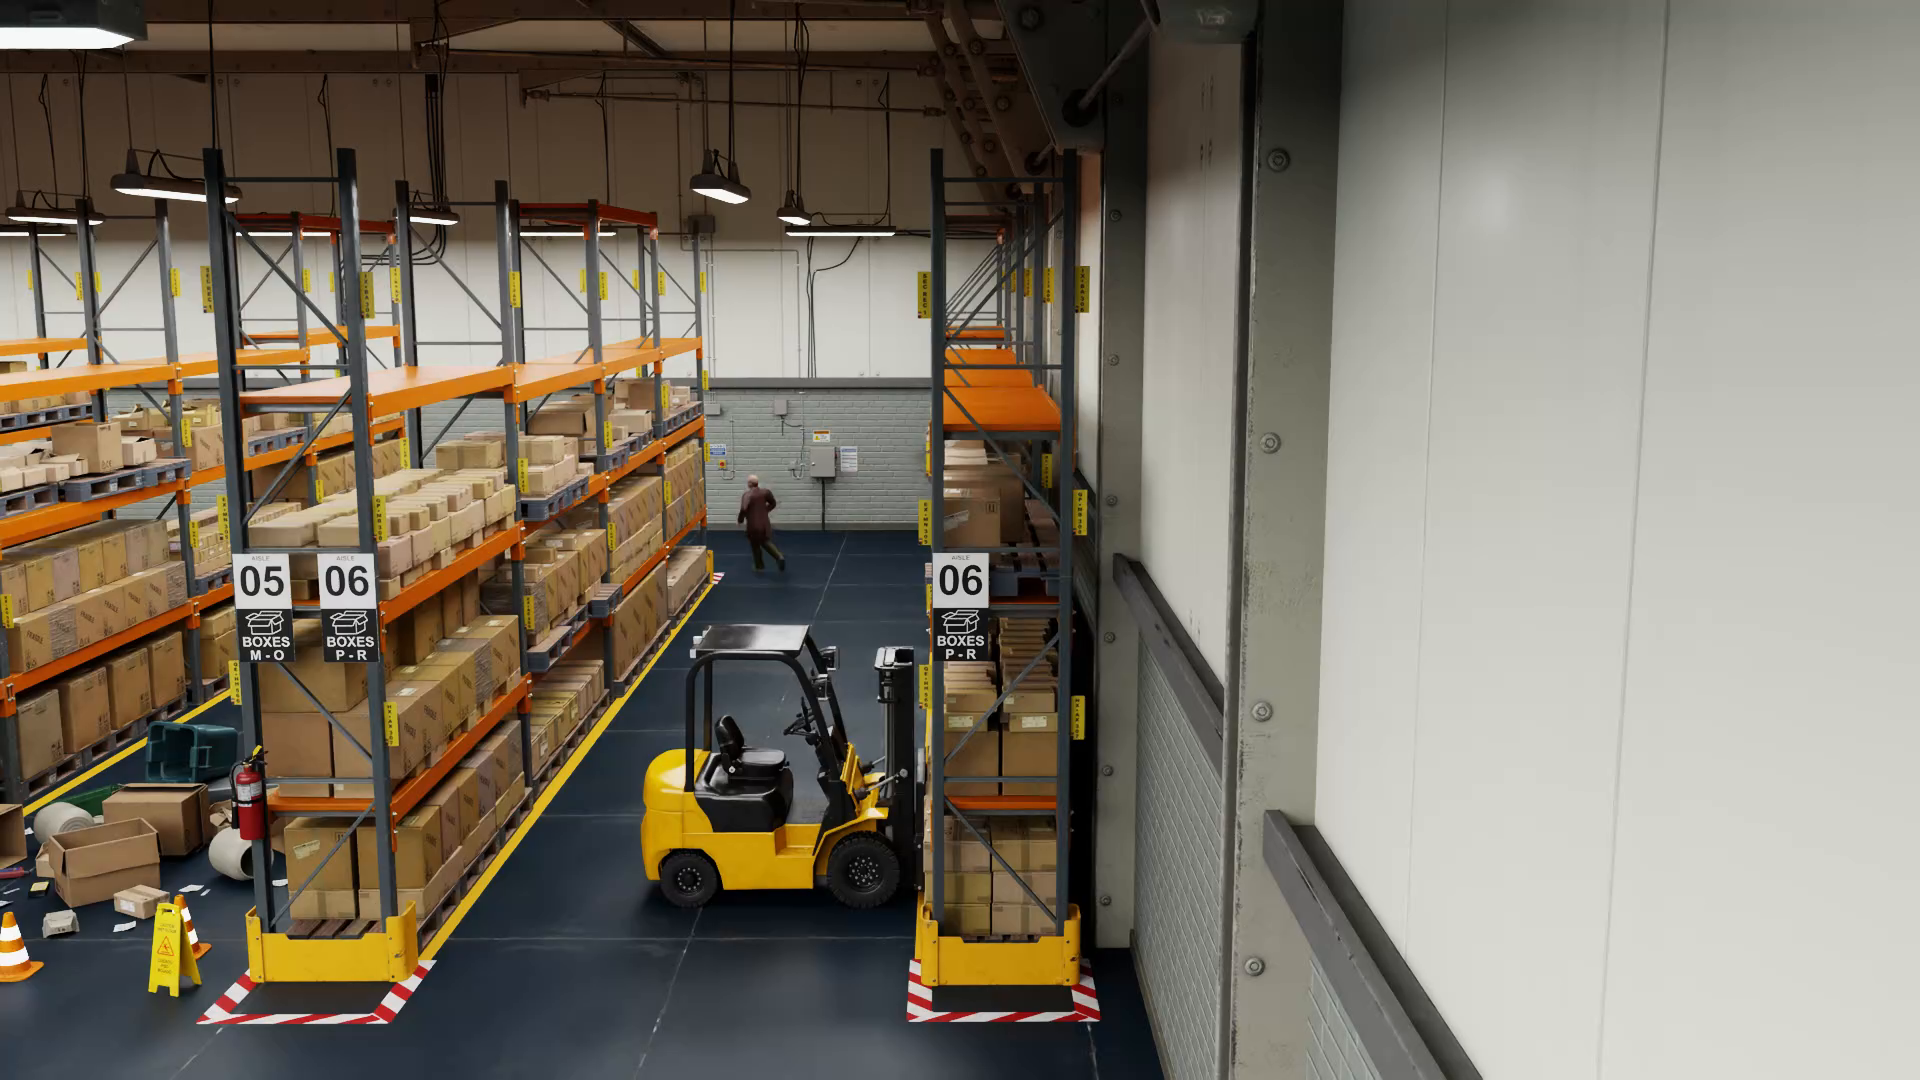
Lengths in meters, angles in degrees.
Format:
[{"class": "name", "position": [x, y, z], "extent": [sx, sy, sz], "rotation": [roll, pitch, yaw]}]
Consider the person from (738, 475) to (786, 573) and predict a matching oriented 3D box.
[{"class": "person", "position": [-3.494, -0.257, 28.538], "extent": [0.768, 1.743, 0.896], "rotation": [-8, 12, -42]}]
